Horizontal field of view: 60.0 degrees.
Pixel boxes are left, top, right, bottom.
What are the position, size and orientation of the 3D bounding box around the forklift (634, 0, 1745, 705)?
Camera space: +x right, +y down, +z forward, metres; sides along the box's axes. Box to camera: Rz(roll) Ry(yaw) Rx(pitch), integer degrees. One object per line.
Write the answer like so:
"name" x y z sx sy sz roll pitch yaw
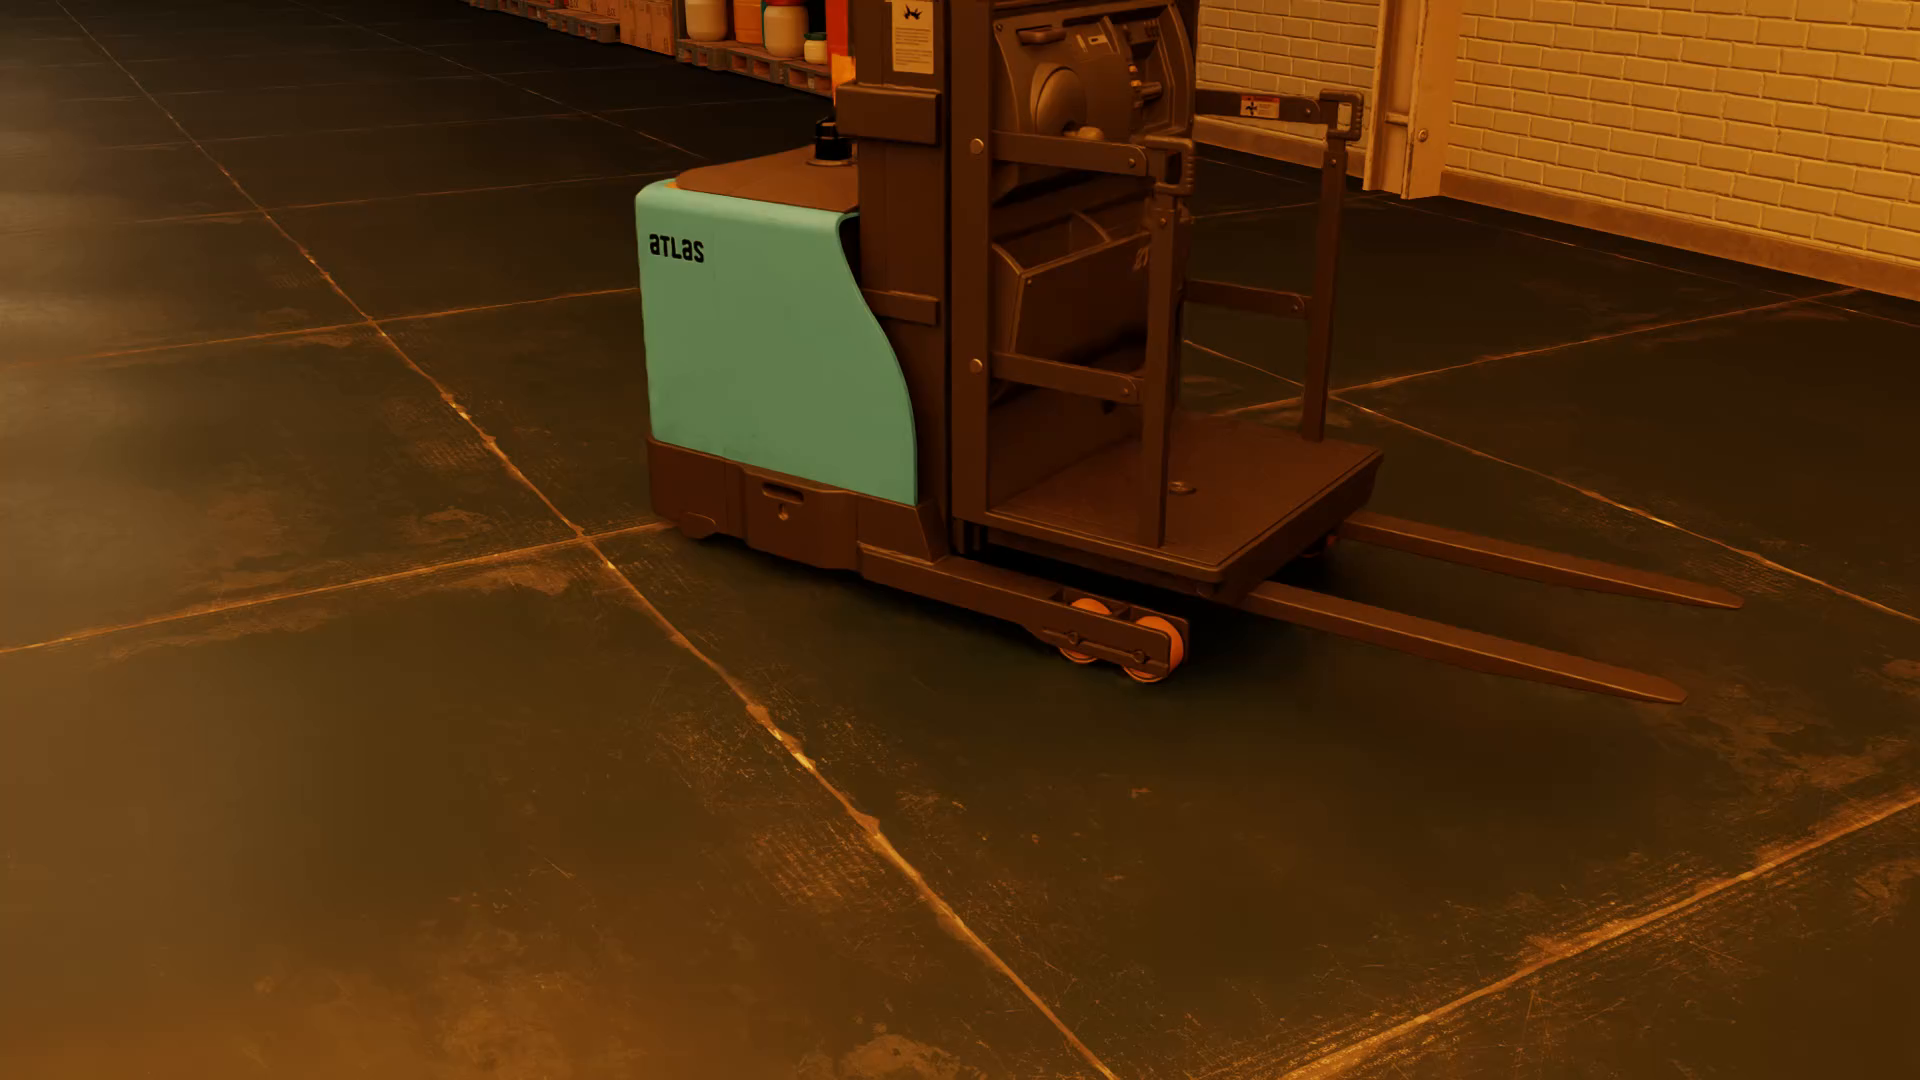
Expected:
"forklift" 0.539 -1.221 4.249 3.031 2.935 1.130 15 26 32
